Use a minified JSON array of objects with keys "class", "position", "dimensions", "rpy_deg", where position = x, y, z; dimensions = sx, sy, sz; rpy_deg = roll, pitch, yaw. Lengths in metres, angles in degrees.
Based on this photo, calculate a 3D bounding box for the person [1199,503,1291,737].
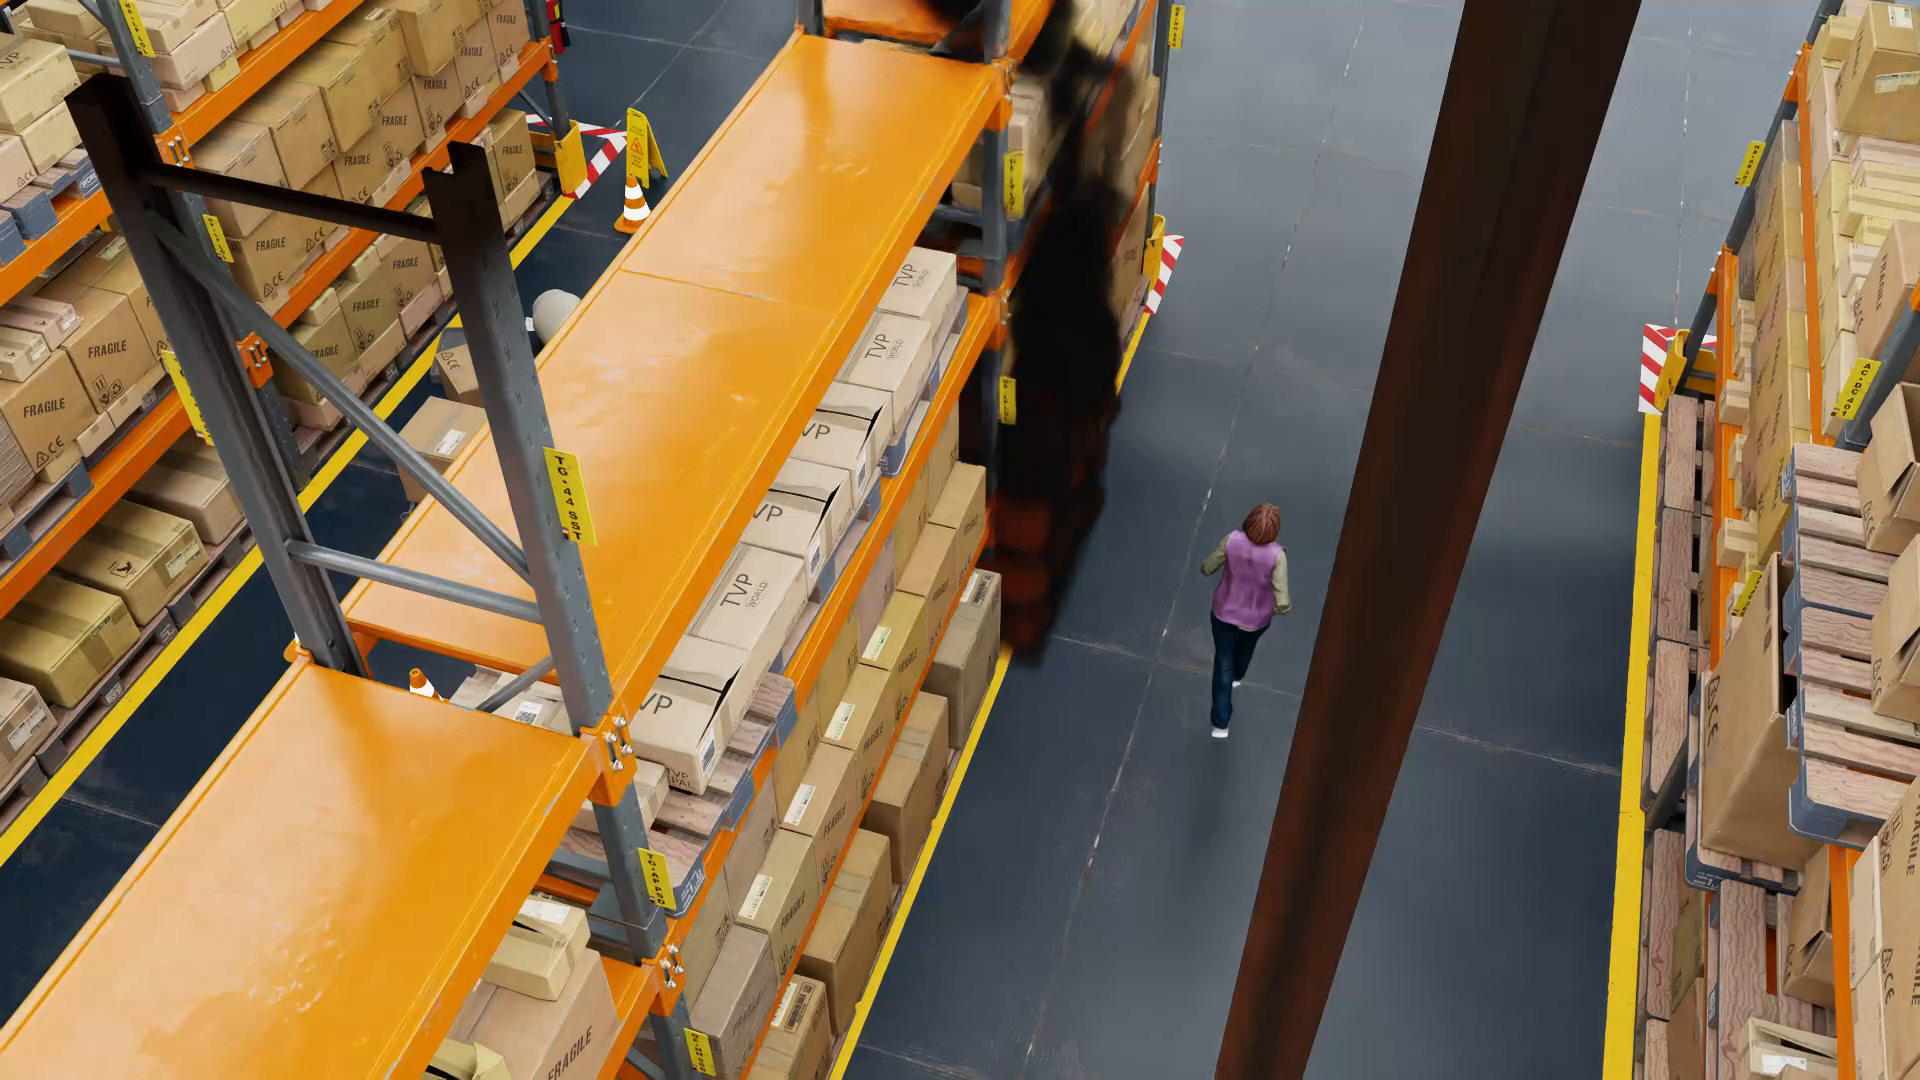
[{"class":"person","position":[1.567,0.419,9.203],"dimensions":[0.494,1.617,0.760],"rpy_deg":[13,47,12]}]
